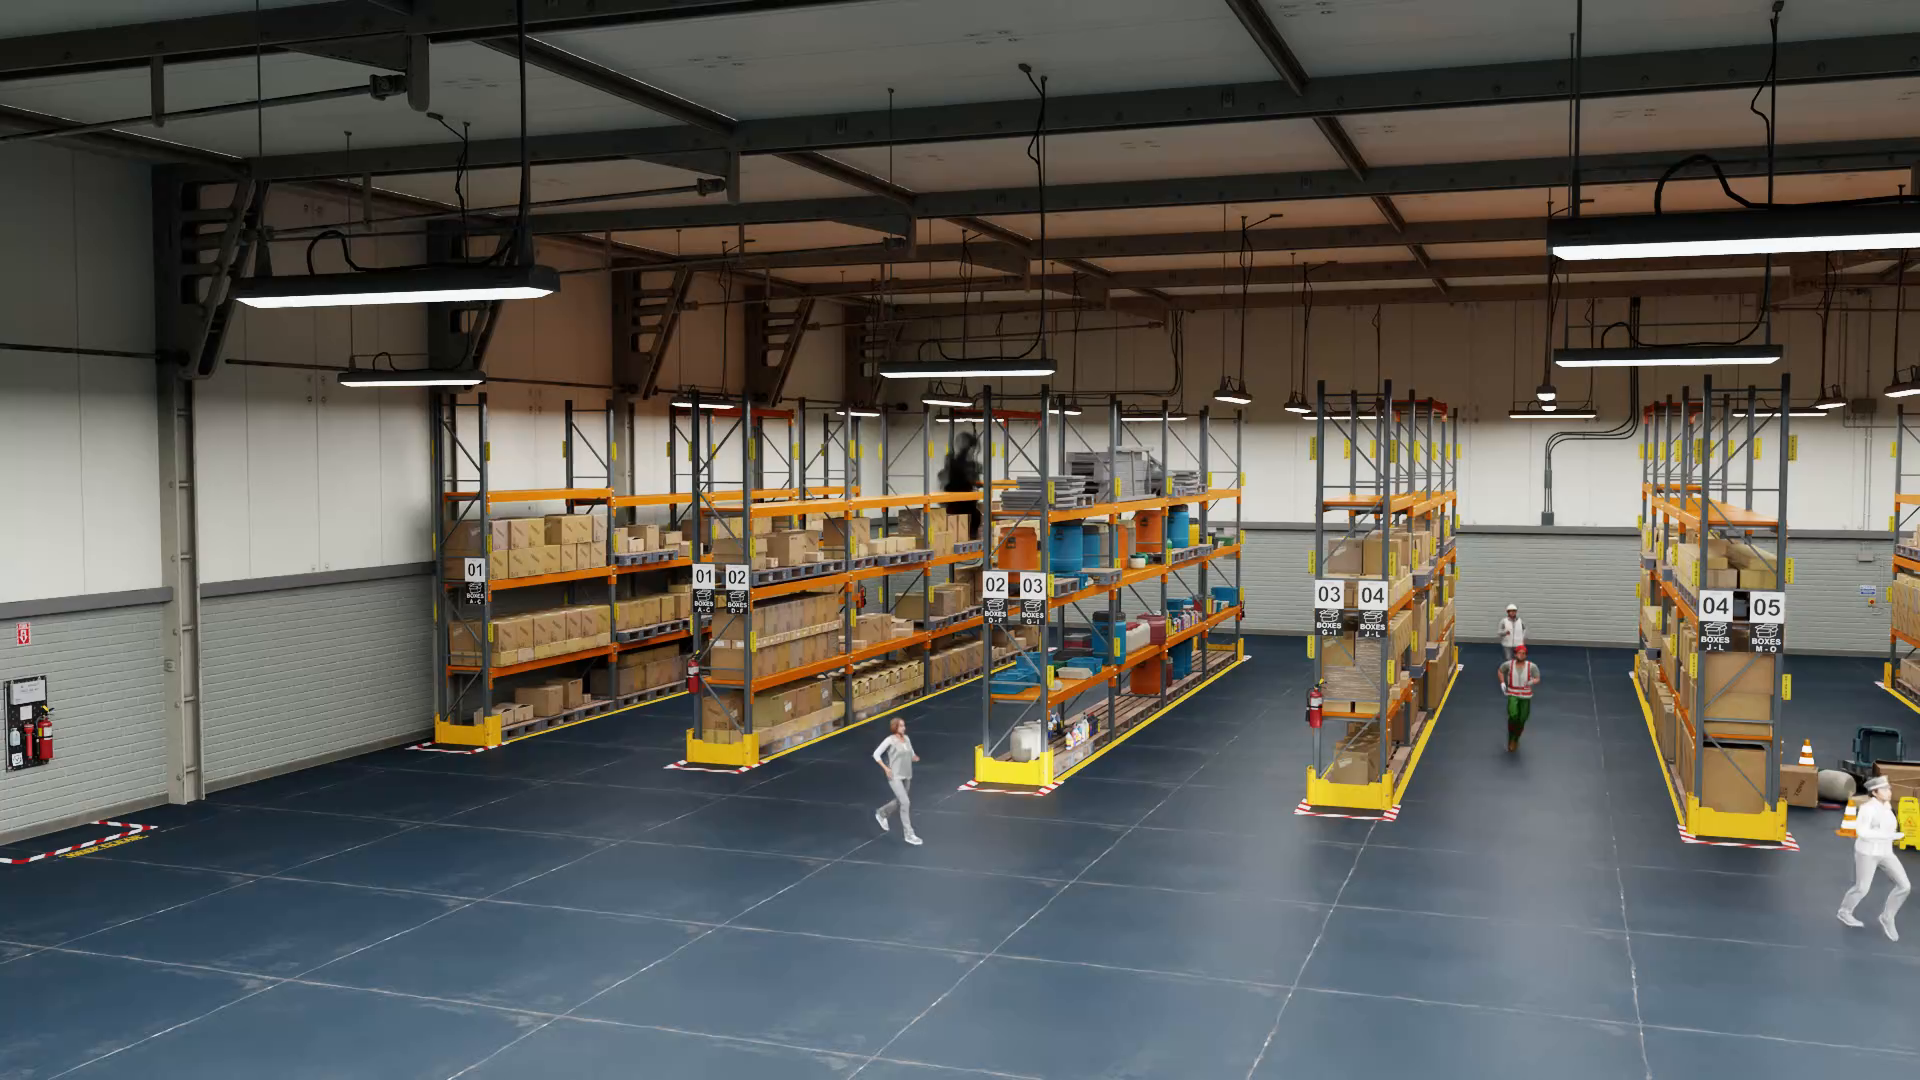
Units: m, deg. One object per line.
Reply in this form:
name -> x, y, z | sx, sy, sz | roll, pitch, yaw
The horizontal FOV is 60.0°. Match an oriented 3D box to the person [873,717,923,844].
person -> -0.798, 3.055, 21.315 | 0.886, 1.578, 0.541 | 3, 4, 40

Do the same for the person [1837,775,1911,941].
person -> 9.401, 3.256, 17.149 | 0.594, 1.708, 0.752 | -1, 3, -23

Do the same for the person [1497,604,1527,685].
person -> 11.669, 2.257, 35.103 | 0.641, 1.798, 0.699 | 1, 3, 12

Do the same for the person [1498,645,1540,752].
person -> 9.352, 2.638, 27.792 | 0.640, 1.784, 0.765 | 1, 3, 11
